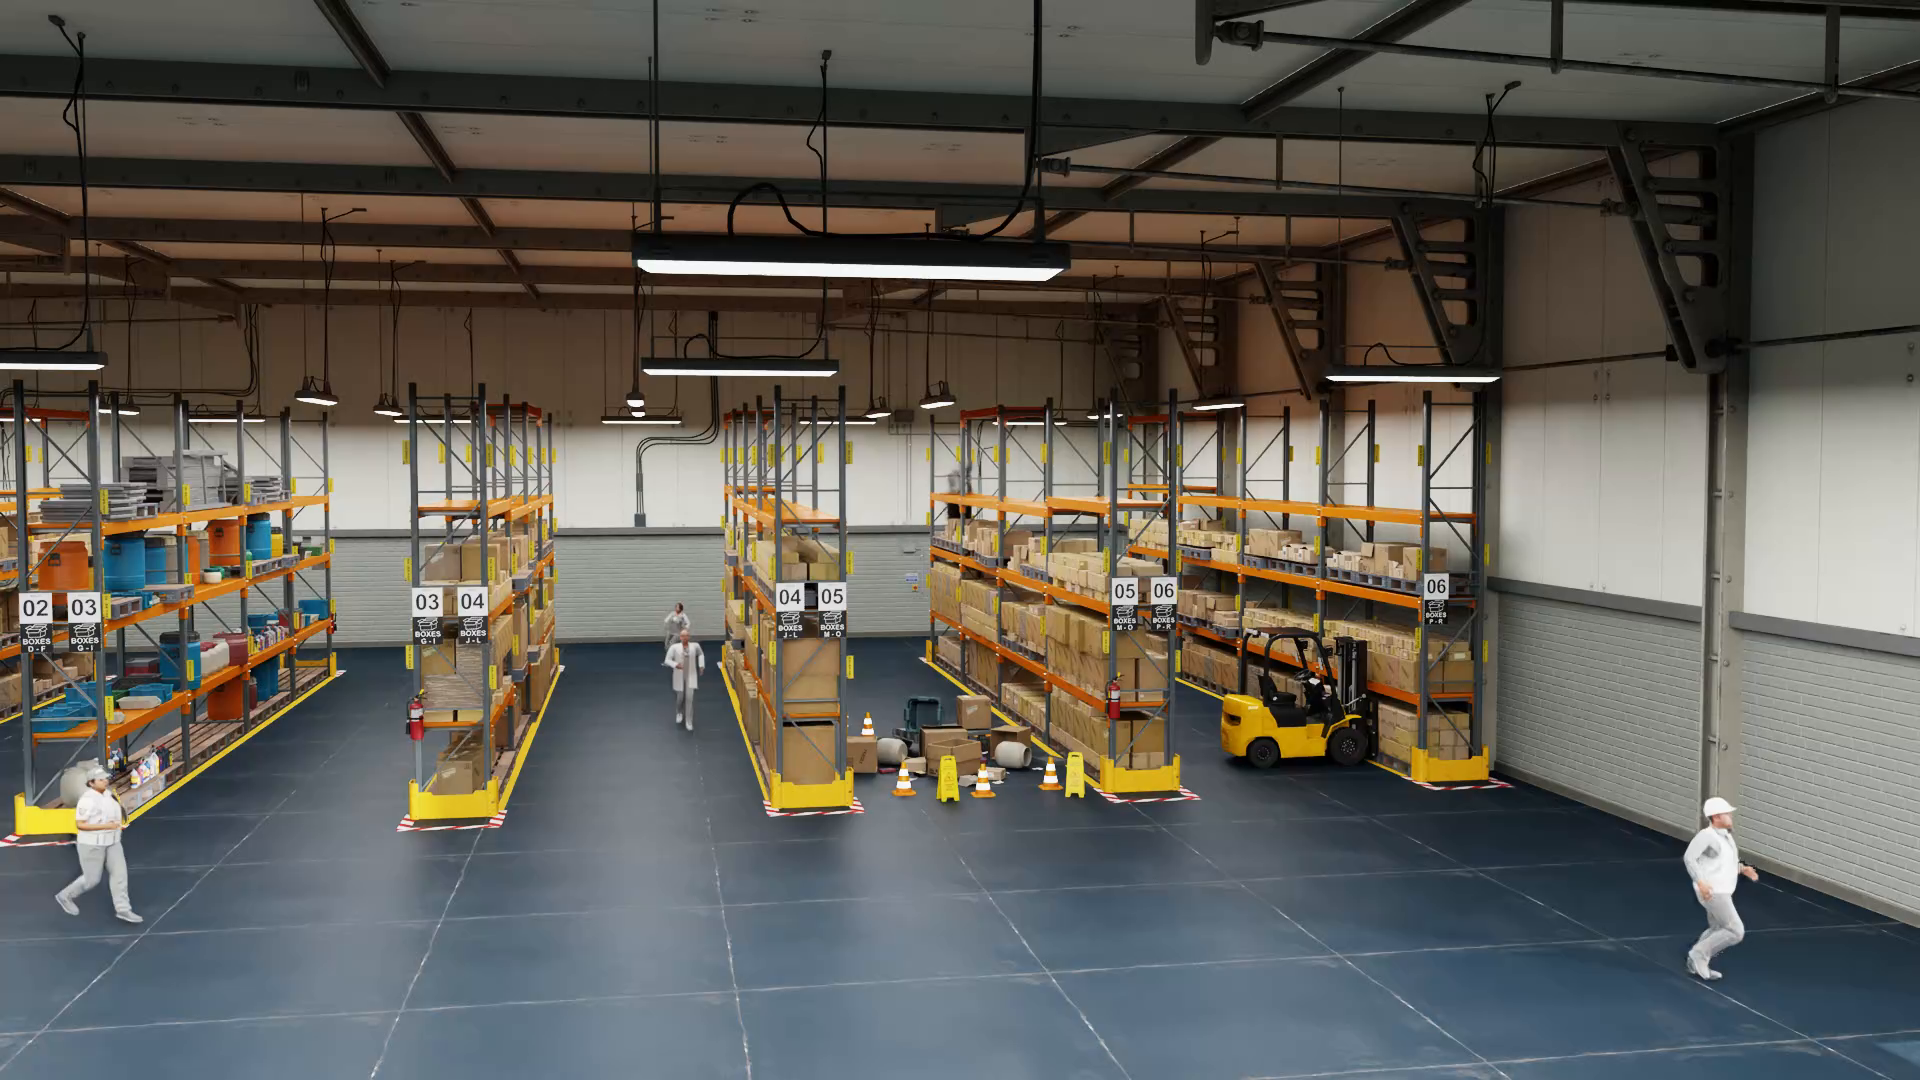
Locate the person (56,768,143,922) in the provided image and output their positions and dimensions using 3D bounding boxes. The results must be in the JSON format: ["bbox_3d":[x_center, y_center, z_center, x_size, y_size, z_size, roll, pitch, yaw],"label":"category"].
[{"bbox_3d":[-9.213,3.266,17.778,0.921,1.657,0.609,1,3,10],"label":"person"}]

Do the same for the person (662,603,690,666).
[{"bbox_3d":[-6.819,2.249,39.554,0.644,1.515,0.545,1,3,24],"label":"person"}]

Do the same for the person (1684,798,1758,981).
[{"bbox_3d":[7.245,3.323,15.823,0.600,1.738,0.667,2,4,37],"label":"person"}]

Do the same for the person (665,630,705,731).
[{"bbox_3d":[-5.072,2.653,30.699,0.732,1.606,0.947,-1,3,-13],"label":"person"}]
